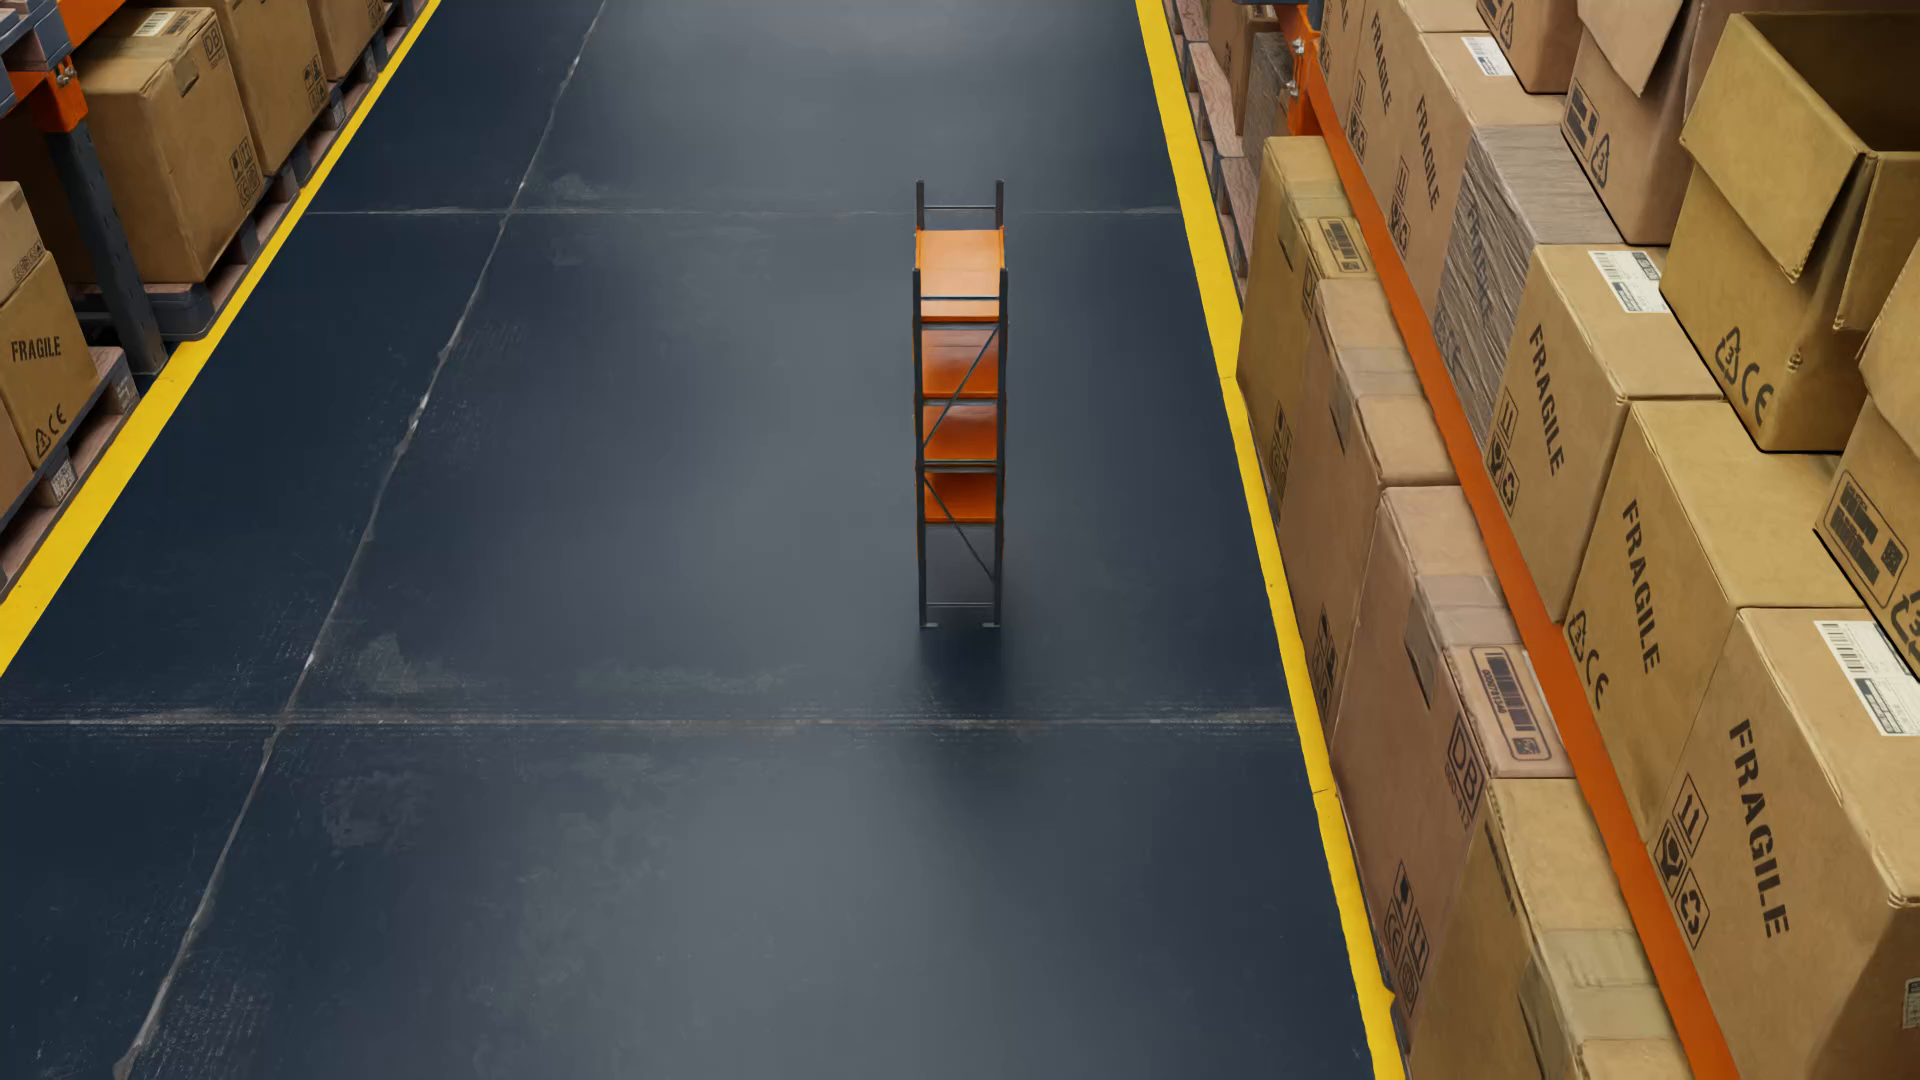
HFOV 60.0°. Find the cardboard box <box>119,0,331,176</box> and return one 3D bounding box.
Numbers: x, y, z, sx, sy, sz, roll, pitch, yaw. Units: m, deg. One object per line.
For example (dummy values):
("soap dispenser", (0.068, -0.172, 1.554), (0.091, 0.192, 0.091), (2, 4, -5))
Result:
("cardboard box", (-3.299, -2.003, 6.814), (1.050, 0.750, 0.750), (1, 39, 1))

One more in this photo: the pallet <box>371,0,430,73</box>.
("pallet", (-3.313, -2.721, 8.476), (1.003, 0.211, 1.213), (0, 39, 0))

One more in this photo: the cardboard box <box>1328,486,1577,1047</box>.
("cardboard box", (1.558, 0.477, 3.619), (1.225, 0.875, 0.875), (-1, 39, -2))

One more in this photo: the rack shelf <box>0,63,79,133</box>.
("rack shelf", (-3.382, -0.258, 3.749), (1.077, 0.370, 4.000), (0, 39, 0))

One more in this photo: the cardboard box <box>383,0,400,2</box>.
("cardboard box", (-3.298, -3.189, 8.294), (1.050, 0.750, 0.750), (0, 39, 0))

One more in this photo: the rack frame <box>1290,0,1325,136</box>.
("rack frame", (1.576, -1.730, 5.010), (1.000, 3.000, 0.127), (0, 39, 0))

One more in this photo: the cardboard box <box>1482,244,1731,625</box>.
("cardboard box", (1.306, -0.196, 3.016), (0.500, 0.500, 0.500), (0, 39, -1))

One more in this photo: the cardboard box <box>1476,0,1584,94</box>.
("cardboard box", (1.558, -1.296, 3.586), (0.797, 0.503, 0.637), (1, 39, 1))

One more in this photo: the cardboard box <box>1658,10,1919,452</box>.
("cardboard box", (1.582, -0.488, 2.578), (0.797, 0.503, 0.637), (0, 39, 0))

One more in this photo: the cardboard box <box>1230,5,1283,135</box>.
("cardboard box", (1.534, -2.047, 7.053), (0.700, 0.500, 0.500), (3, 39, 4))

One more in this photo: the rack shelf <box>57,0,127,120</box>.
("rack shelf", (-3.387, -2.760, 6.870), (1.077, 0.370, 4.000), (0, 39, 0))

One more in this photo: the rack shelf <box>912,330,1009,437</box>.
("rack shelf", (0.000, -0.487, 4.648), (0.258, 0.148, 0.480), (0, 39, 0))

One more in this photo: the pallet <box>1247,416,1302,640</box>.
("pallet", (1.501, -0.149, 5.267), (1.003, 0.211, 1.213), (0, 39, 0))

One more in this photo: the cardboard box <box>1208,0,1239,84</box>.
("cardboard box", (1.533, -2.396, 7.488), (0.700, 0.500, 0.500), (-3, 39, -4))

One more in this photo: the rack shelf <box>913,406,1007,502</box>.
("rack shelf", (0.000, -0.312, 4.788), (0.258, 0.148, 0.480), (0, 39, 0))

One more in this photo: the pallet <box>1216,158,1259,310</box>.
("pallet", (1.576, -1.131, 6.492), (1.003, 0.211, 1.213), (0, 39, 0))

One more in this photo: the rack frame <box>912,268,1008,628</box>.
("rack frame", (0.000, -0.212, 4.555), (0.240, 1.200, 0.015), (0, 39, 0))

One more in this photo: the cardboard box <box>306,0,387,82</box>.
("cardboard box", (-3.301, -2.586, 7.541), (1.050, 0.750, 0.750), (0, 39, 0))

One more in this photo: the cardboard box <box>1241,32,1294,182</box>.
("cardboard box", (1.542, -1.692, 6.610), (0.700, 0.500, 0.500), (-3, 39, -4))

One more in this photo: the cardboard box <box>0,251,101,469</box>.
("cardboard box", (-3.122, -0.567, 5.222), (0.500, 0.500, 0.500), (0, 39, 0))

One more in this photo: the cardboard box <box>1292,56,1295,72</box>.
("cardboard box", (1.534, -1.970, 6.357), (0.500, 0.250, 0.500), (4, 39, 5))

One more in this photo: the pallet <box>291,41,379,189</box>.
("pallet", (-3.308, -1.956, 7.522), (1.003, 0.211, 1.213), (0, 39, 0))

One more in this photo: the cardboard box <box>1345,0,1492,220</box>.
("cardboard box", (1.307, -1.143, 4.197), (0.500, 0.500, 0.500), (-1, 39, -1))

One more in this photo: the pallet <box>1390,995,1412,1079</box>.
("pallet", (1.504, 1.377, 3.363), (1.003, 0.211, 1.213), (0, 39, 0))

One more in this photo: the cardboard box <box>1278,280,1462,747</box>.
("cardboard box", (1.549, -0.076, 4.309), (1.225, 0.875, 0.875), (0, 39, 0))

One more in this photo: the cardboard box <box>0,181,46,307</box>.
("cardboard box", (-3.121, -0.843, 4.967), (0.500, 0.250, 0.500), (-1, 39, -1))

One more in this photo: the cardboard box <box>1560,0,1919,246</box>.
("cardboard box", (1.566, -0.877, 3.063), (0.797, 0.503, 0.637), (1, 39, 1))

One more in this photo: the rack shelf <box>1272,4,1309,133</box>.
("rack shelf", (1.573, -2.700, 6.796), (1.077, 0.370, 4.000), (0, 39, 0))

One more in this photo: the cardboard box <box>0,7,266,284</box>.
("cardboard box", (-3.295, -1.457, 6.132), (1.050, 0.750, 0.750), (-1, 39, -1))

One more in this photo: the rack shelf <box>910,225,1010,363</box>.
("rack shelf", (0.000, -0.671, 4.500), (0.258, 0.148, 0.480), (0, 39, 0))

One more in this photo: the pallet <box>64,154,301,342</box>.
("pallet", (-3.310, -1.195, 6.572), (1.003, 0.211, 1.213), (0, 39, 0))

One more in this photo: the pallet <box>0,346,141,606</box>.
("pallet", (-3.385, -0.213, 5.347), (1.003, 0.211, 1.213), (0, 39, 0))

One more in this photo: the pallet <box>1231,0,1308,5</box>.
("pallet", (1.468, -2.101, 5.626), (1.213, 0.211, 1.003), (0, 39, 0))

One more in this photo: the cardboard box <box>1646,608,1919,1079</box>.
("cardboard box", (1.307, 0.440, 2.222), (0.500, 0.500, 0.500), (0, 39, 0))

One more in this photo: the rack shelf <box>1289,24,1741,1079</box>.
("rack shelf", (1.578, -0.199, 3.675), (1.077, 0.370, 4.000), (0, 39, 0))

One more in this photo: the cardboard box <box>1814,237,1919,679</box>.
("cardboard box", (1.571, -0.059, 2.042), (0.797, 0.503, 0.637), (-1, 39, -1))

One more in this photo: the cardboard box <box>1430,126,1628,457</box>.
("cardboard box", (1.310, -0.510, 3.407), (0.500, 0.500, 0.500), (0, 39, 0))

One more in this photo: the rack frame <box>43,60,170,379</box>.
("rack frame", (-3.384, -1.790, 5.085), (1.000, 3.000, 0.127), (0, 39, 0))

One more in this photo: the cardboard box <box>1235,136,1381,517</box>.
("cardboard box", (1.556, -0.633, 5.005), (1.225, 0.875, 0.875), (-2, 39, -2))

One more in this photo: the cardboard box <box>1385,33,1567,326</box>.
("cardboard box", (1.311, -0.822, 3.797), (0.500, 0.500, 0.500), (-1, 39, -1))

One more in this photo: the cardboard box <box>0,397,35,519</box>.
("cardboard box", (-3.125, -0.242, 4.817), (0.500, 0.500, 0.500), (1, 39, 2))

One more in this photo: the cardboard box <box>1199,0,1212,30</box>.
("cardboard box", (1.532, -2.746, 7.924), (0.700, 0.500, 0.500), (0, 39, 0))

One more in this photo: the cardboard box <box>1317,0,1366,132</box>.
("cardboard box", (1.304, -1.465, 4.600), (0.500, 0.500, 0.500), (1, 39, 1))

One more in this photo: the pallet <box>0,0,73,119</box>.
("pallet", (-3.277, -1.269, 4.589), (1.213, 0.211, 1.003), (0, 39, 0))

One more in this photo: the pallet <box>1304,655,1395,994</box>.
("pallet", (1.500, 0.612, 4.317), (1.003, 0.211, 1.213), (0, 39, 0))

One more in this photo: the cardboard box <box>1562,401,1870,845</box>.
("cardboard box", (1.313, 0.130, 2.609), (0.500, 0.500, 0.500), (1, 39, 1))

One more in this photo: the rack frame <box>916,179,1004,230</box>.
("rack frame", (0.000, -0.517, 4.936), (0.240, 1.200, 0.015), (0, 39, 0))

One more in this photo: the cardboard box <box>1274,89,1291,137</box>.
("cardboard box", (1.555, -1.345, 6.177), (0.700, 0.500, 0.500), (-2, 39, -2))

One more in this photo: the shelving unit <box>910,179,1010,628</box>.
("shelving unit", (0.000, -0.365, 4.746), (0.258, 1.200, 0.503), (0, 39, 0))

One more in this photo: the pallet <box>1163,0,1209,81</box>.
("pallet", (1.574, -2.657, 8.396), (1.003, 0.211, 1.213), (0, 39, 0))

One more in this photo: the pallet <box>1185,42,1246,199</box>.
("pallet", (1.578, -1.892, 7.442), (1.003, 0.211, 1.213), (0, 39, 0))

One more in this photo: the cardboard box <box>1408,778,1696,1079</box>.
("cardboard box", (1.560, 1.036, 2.922), (1.225, 0.875, 0.875), (0, 39, 0))

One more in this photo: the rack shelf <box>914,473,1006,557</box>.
("rack shelf", (0.000, -0.157, 4.912), (0.258, 0.148, 0.480), (0, 39, 0))
